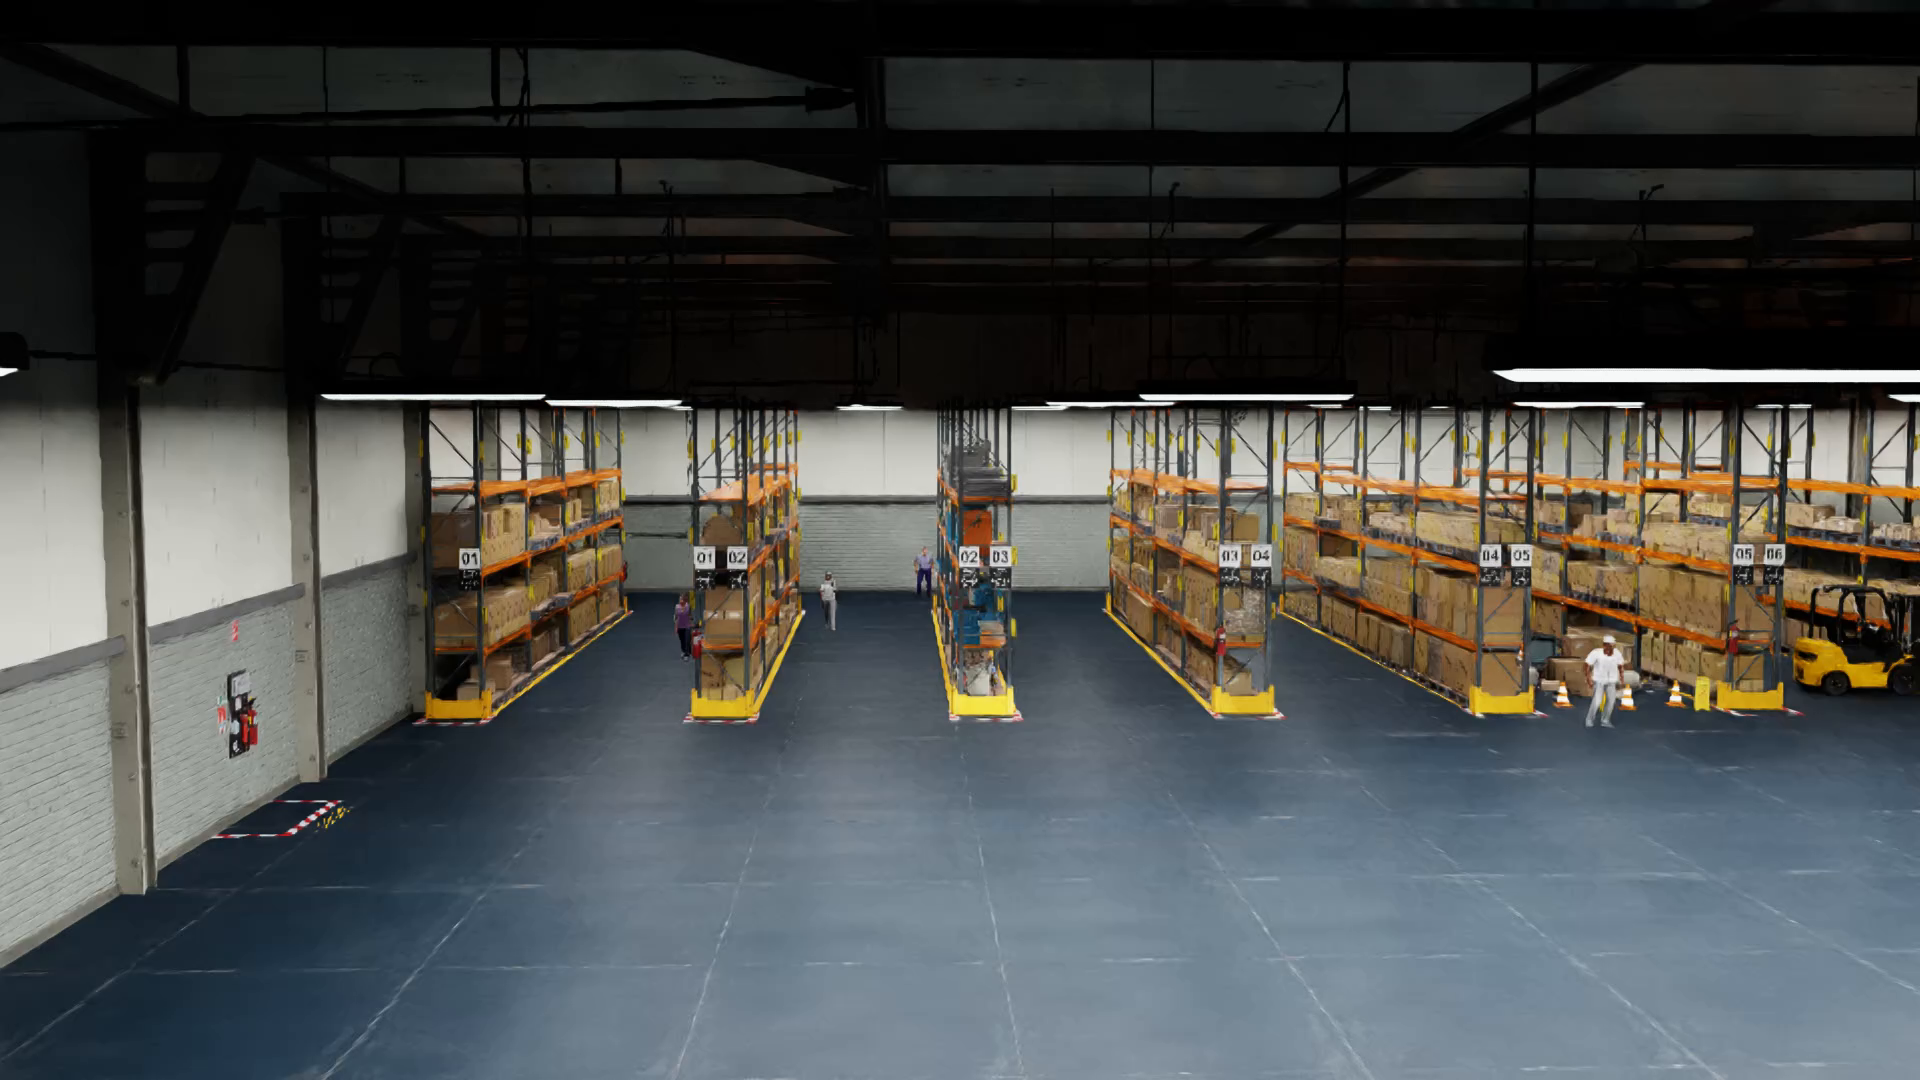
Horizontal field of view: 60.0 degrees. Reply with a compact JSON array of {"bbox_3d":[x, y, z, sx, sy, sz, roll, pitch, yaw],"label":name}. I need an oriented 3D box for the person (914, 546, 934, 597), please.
[{"bbox_3d":[-1.101,0.981,51.215,0.621,1.596,0.517,0,4,-3],"label":"person"}]

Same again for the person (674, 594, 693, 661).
[{"bbox_3d":[-6.385,2.006,38.358,0.417,1.482,1.037,0,4,0],"label":"person"}]

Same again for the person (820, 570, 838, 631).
[{"bbox_3d":[-3.432,1.556,43.470,0.456,1.589,1.088,0,4,0],"label":"person"}]

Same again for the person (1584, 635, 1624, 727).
[{"bbox_3d":[11.665,2.550,30.103,0.719,1.714,0.578,0,4,-3],"label":"person"}]
